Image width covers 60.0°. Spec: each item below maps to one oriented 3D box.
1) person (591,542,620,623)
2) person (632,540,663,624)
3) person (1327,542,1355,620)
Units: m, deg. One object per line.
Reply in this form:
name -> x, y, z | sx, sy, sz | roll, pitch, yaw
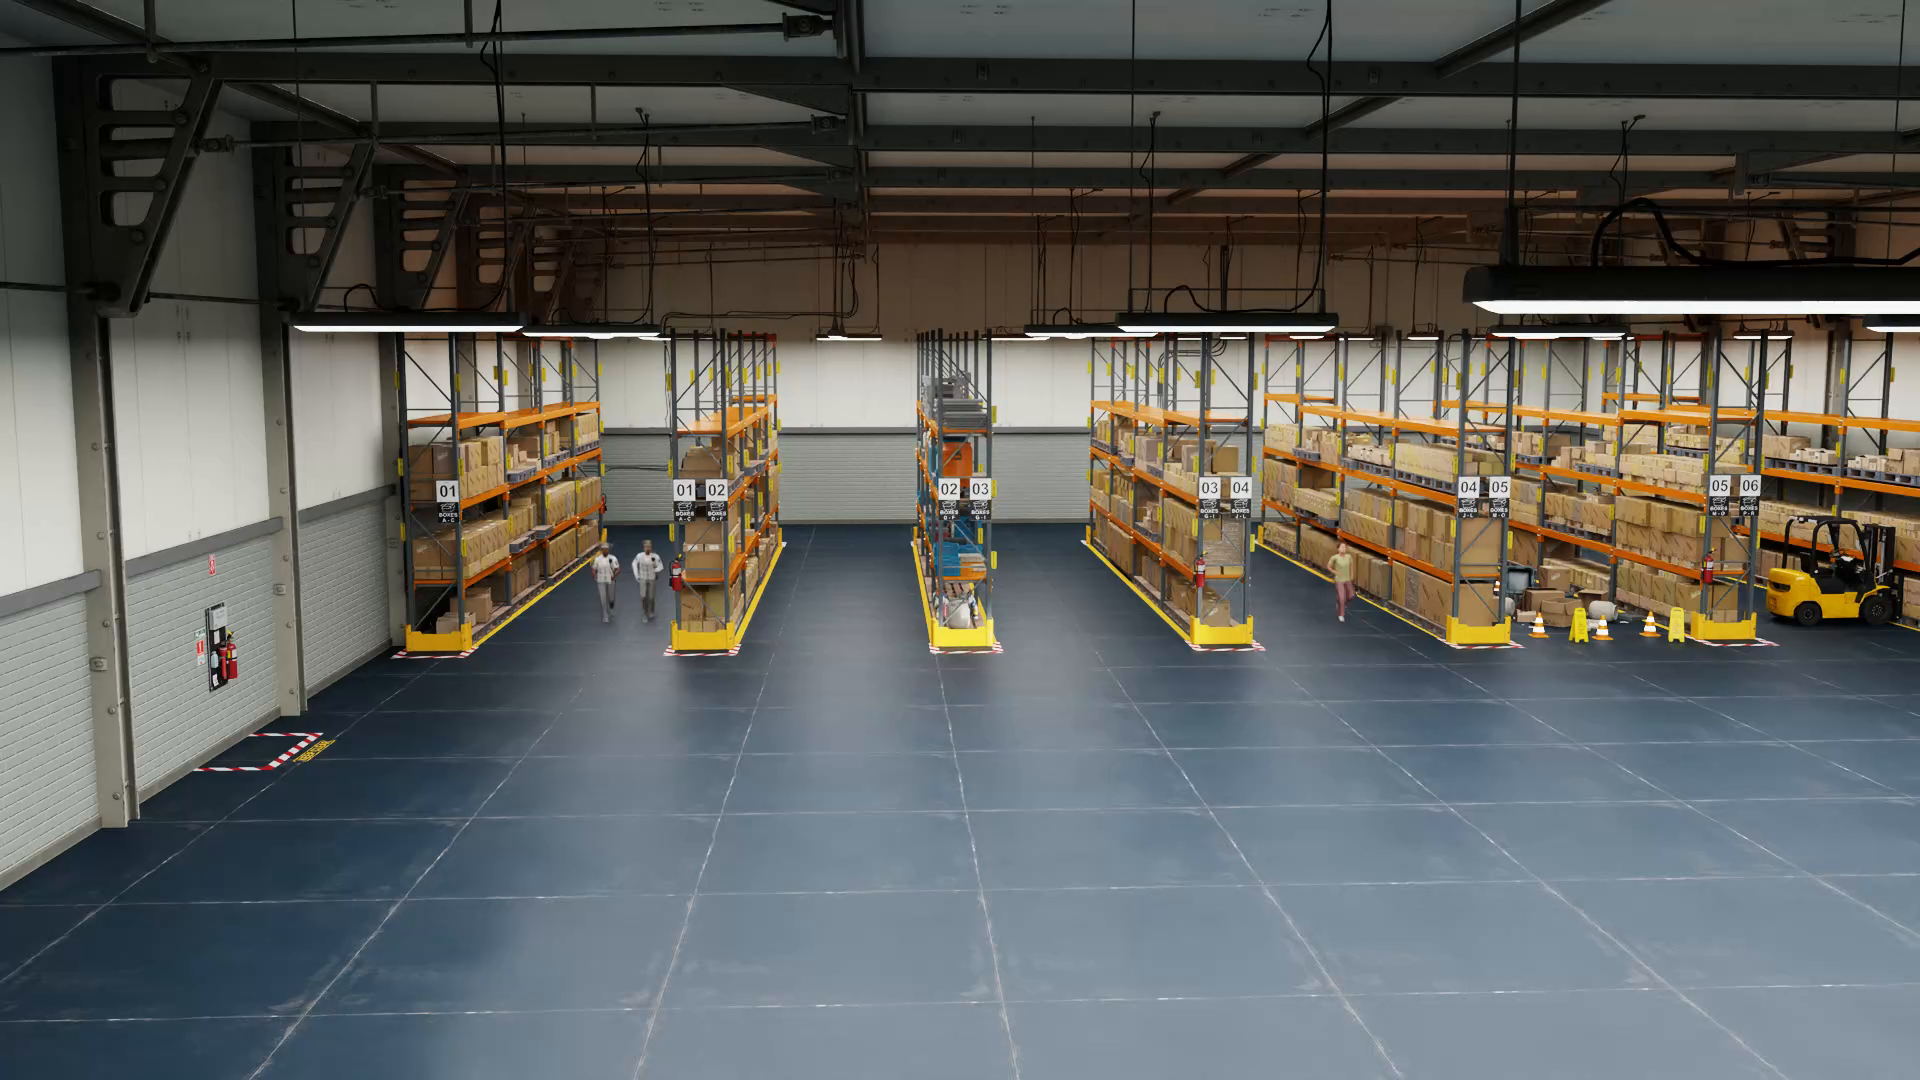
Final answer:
person -> -7.328, 0.855, 34.375 | 0.576, 1.651, 0.612 | -1, 7, -9
person -> -6.449, 0.847, 34.405 | 0.625, 1.727, 0.727 | -1, 7, -12
person -> 7.934, 0.851, 34.551 | 0.631, 1.629, 0.551 | -2, 7, -14
